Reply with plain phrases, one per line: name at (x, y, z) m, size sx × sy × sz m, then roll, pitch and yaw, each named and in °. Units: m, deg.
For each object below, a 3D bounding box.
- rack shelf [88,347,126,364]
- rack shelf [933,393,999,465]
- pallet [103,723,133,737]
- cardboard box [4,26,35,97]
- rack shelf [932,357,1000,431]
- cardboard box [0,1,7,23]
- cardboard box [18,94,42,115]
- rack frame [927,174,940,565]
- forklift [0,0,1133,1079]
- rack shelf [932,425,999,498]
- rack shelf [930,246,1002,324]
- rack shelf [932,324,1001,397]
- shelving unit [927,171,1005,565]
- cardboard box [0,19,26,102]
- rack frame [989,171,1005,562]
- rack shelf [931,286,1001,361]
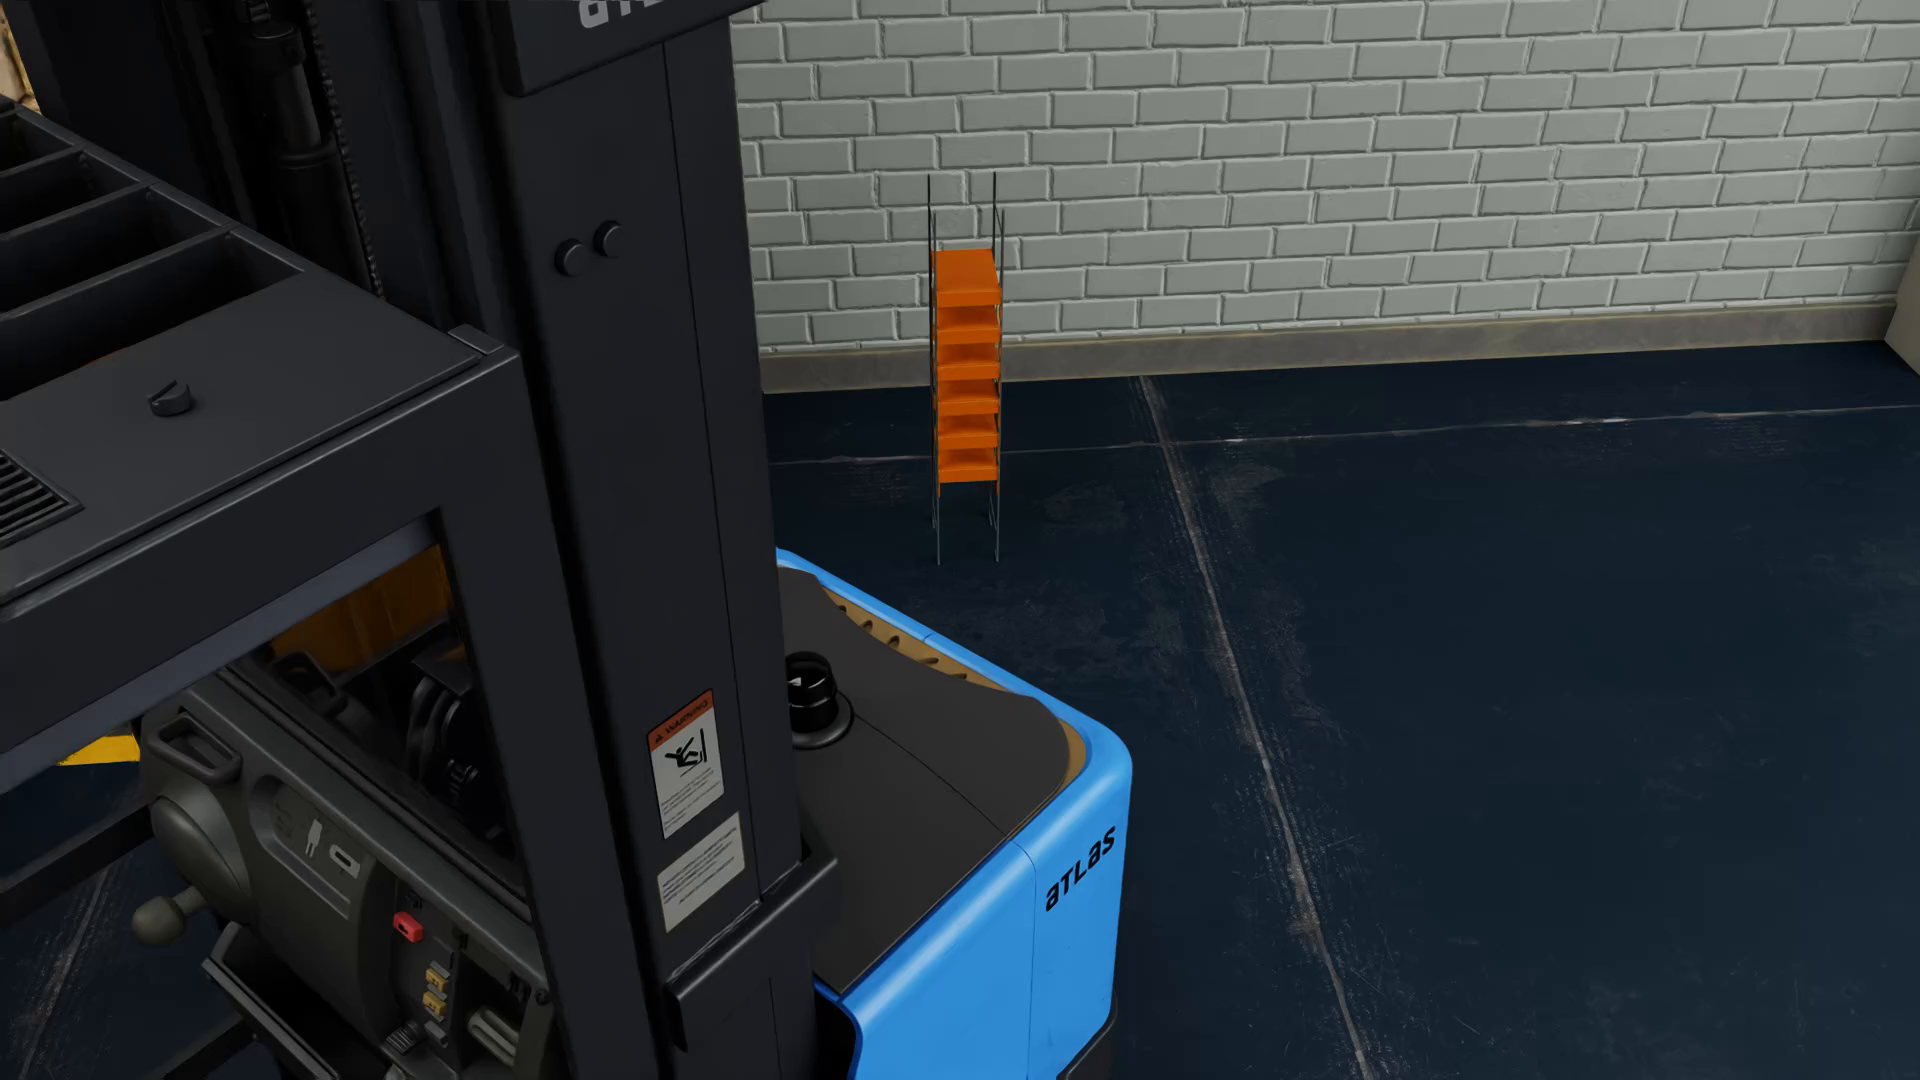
rack shelf at (-3.544, -0.624, 4.200) m, size 4.000 × 0.370 × 1.077 m, roll -3°, pitch 38°, yaw -4°
rack shelf at (0.014, -0.343, 4.981) m, size 0.180 × 0.103 × 0.258 m, roll -3°, pitch 38°, yaw -4°
pallet at (-2.309, 0.146, 4.894) m, size 1.213 × 0.211 × 1.003 m, roll -3°, pitch 38°, yaw -4°
cardboard box at (-1.872, -1.118, 3.641) m, size 0.250 × 0.149 × 0.380 m, roll -3°, pitch 38°, yaw -3°
rack shelf at (0.014, -0.437, 4.907) m, size 0.180 × 0.103 × 0.258 m, roll -3°, pitch 38°, yaw -4°
cardboard box at (-2.132, -1.244, 3.561) m, size 0.250 × 0.149 × 0.380 m, roll -3°, pitch 38°, yaw -4°
cardboard box at (-2.018, -0.866, 3.846) m, size 0.500 × 0.500 × 0.500 m, roll -4°, pitch 38°, yaw -5°
rack frame at (-0.077, -0.467, 4.873) m, size 0.006 × 1.200 × 0.240 m, roll -3°, pitch 38°, yaw -4°
forklift at (-0.993, 0.575, 2.155) m, size 1.130 × 2.935 × 3.031 m, roll 27°, pitch 46°, yaw 30°
rack shelf at (0.014, -0.249, 5.056) m, size 0.180 × 0.103 × 0.258 m, roll -3°, pitch 38°, yaw -4°
rack shelf at (0.014, -0.720, 4.684) m, size 0.180 × 0.103 × 0.258 m, roll -3°, pitch 38°, yaw -4°
rack shelf at (0.014, -0.531, 4.833) m, size 0.180 × 0.103 × 0.258 m, roll -3°, pitch 38°, yaw -4°
shelving unit at (0.014, -0.472, 4.879) m, size 0.189 × 1.200 × 0.258 m, roll -3°, pitch 38°, yaw -4°
cardboard box at (-2.124, -1.086, 3.600) m, size 0.250 × 0.149 × 0.380 m, roll -3°, pitch 38°, yaw -3°
rack frame at (0.106, -0.477, 4.886) m, size 0.006 × 1.200 × 0.240 m, roll -3°, pitch 38°, yaw -4°
rack shelf at (0.014, -0.625, 4.758) m, size 0.180 × 0.103 × 0.258 m, roll -3°, pitch 38°, yaw -4°
